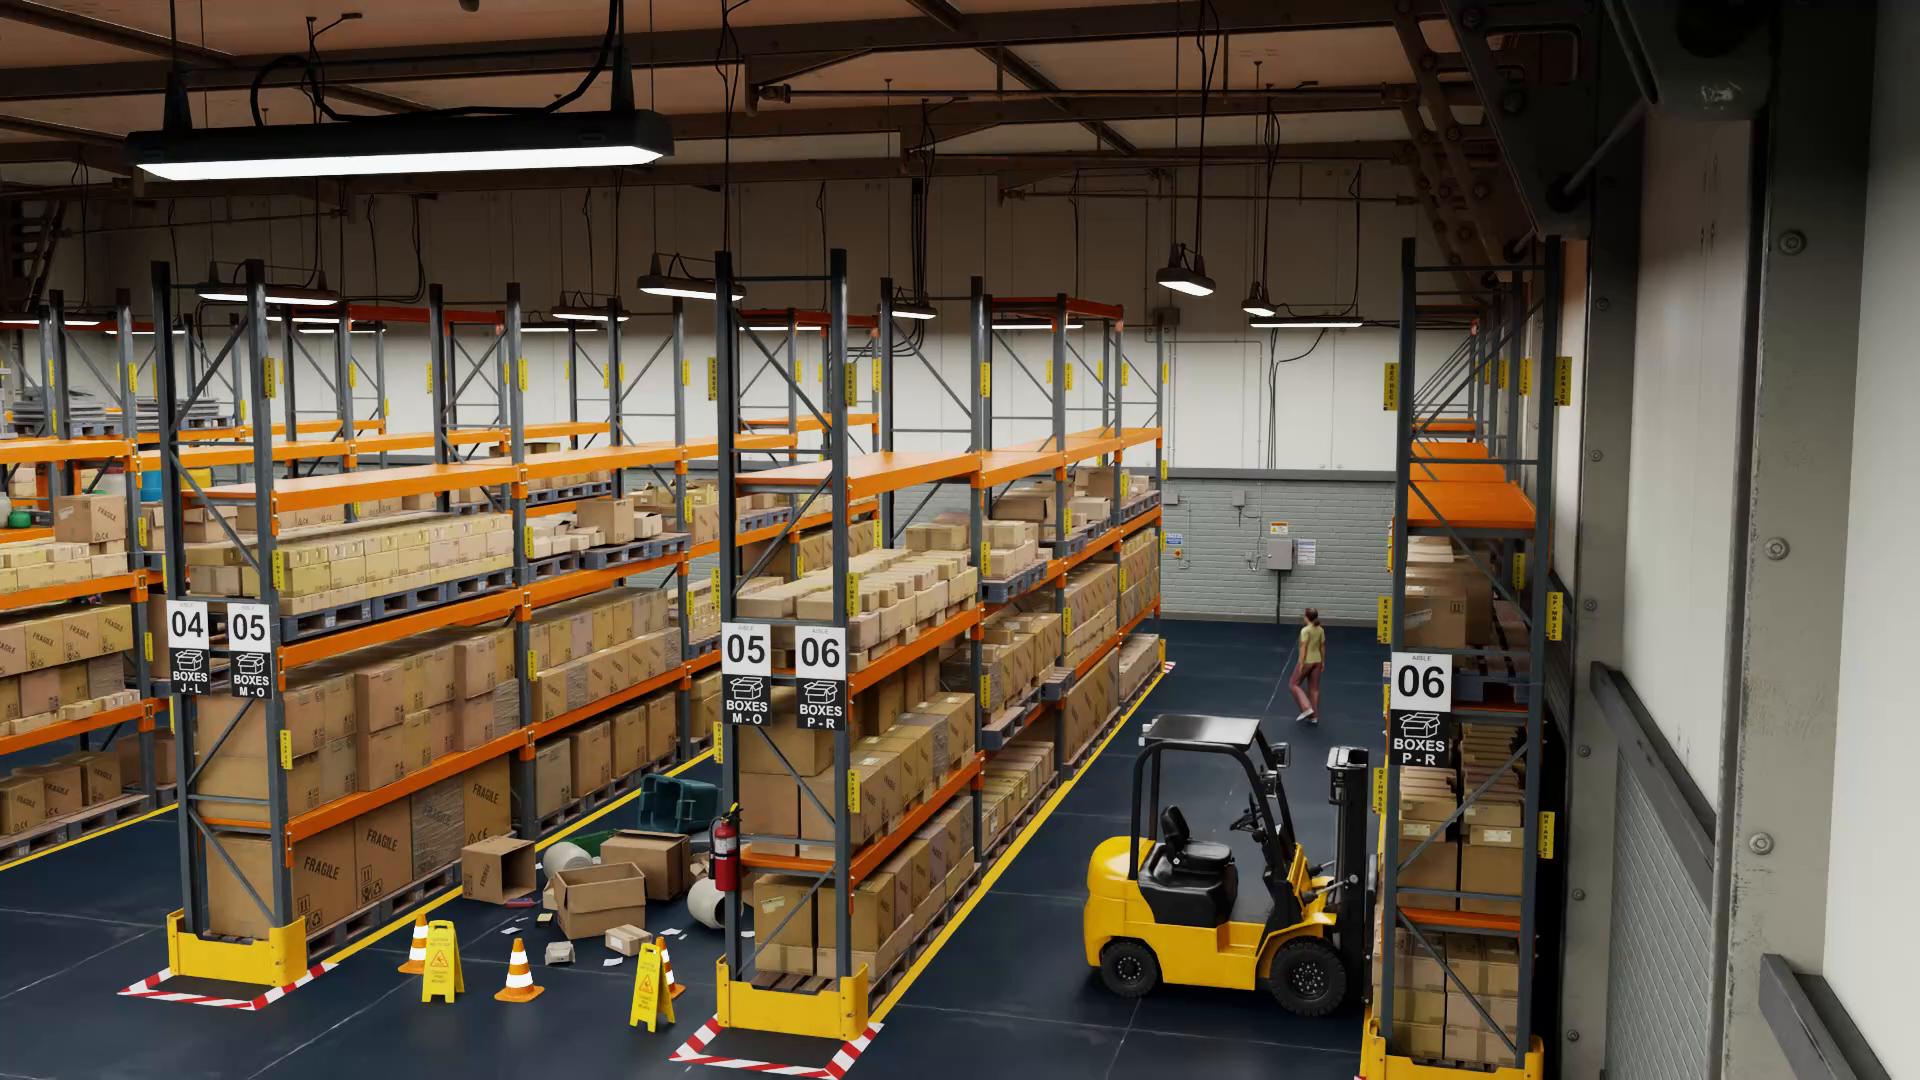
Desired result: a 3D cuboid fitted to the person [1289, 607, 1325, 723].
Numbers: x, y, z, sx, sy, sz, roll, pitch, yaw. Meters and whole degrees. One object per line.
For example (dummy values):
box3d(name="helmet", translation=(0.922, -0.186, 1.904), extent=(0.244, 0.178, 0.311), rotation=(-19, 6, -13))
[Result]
box3d(name="person", translation=(5.053, 1.801, 23.977), extent=(0.487, 1.670, 0.451), rotation=(-3, 7, -29))
